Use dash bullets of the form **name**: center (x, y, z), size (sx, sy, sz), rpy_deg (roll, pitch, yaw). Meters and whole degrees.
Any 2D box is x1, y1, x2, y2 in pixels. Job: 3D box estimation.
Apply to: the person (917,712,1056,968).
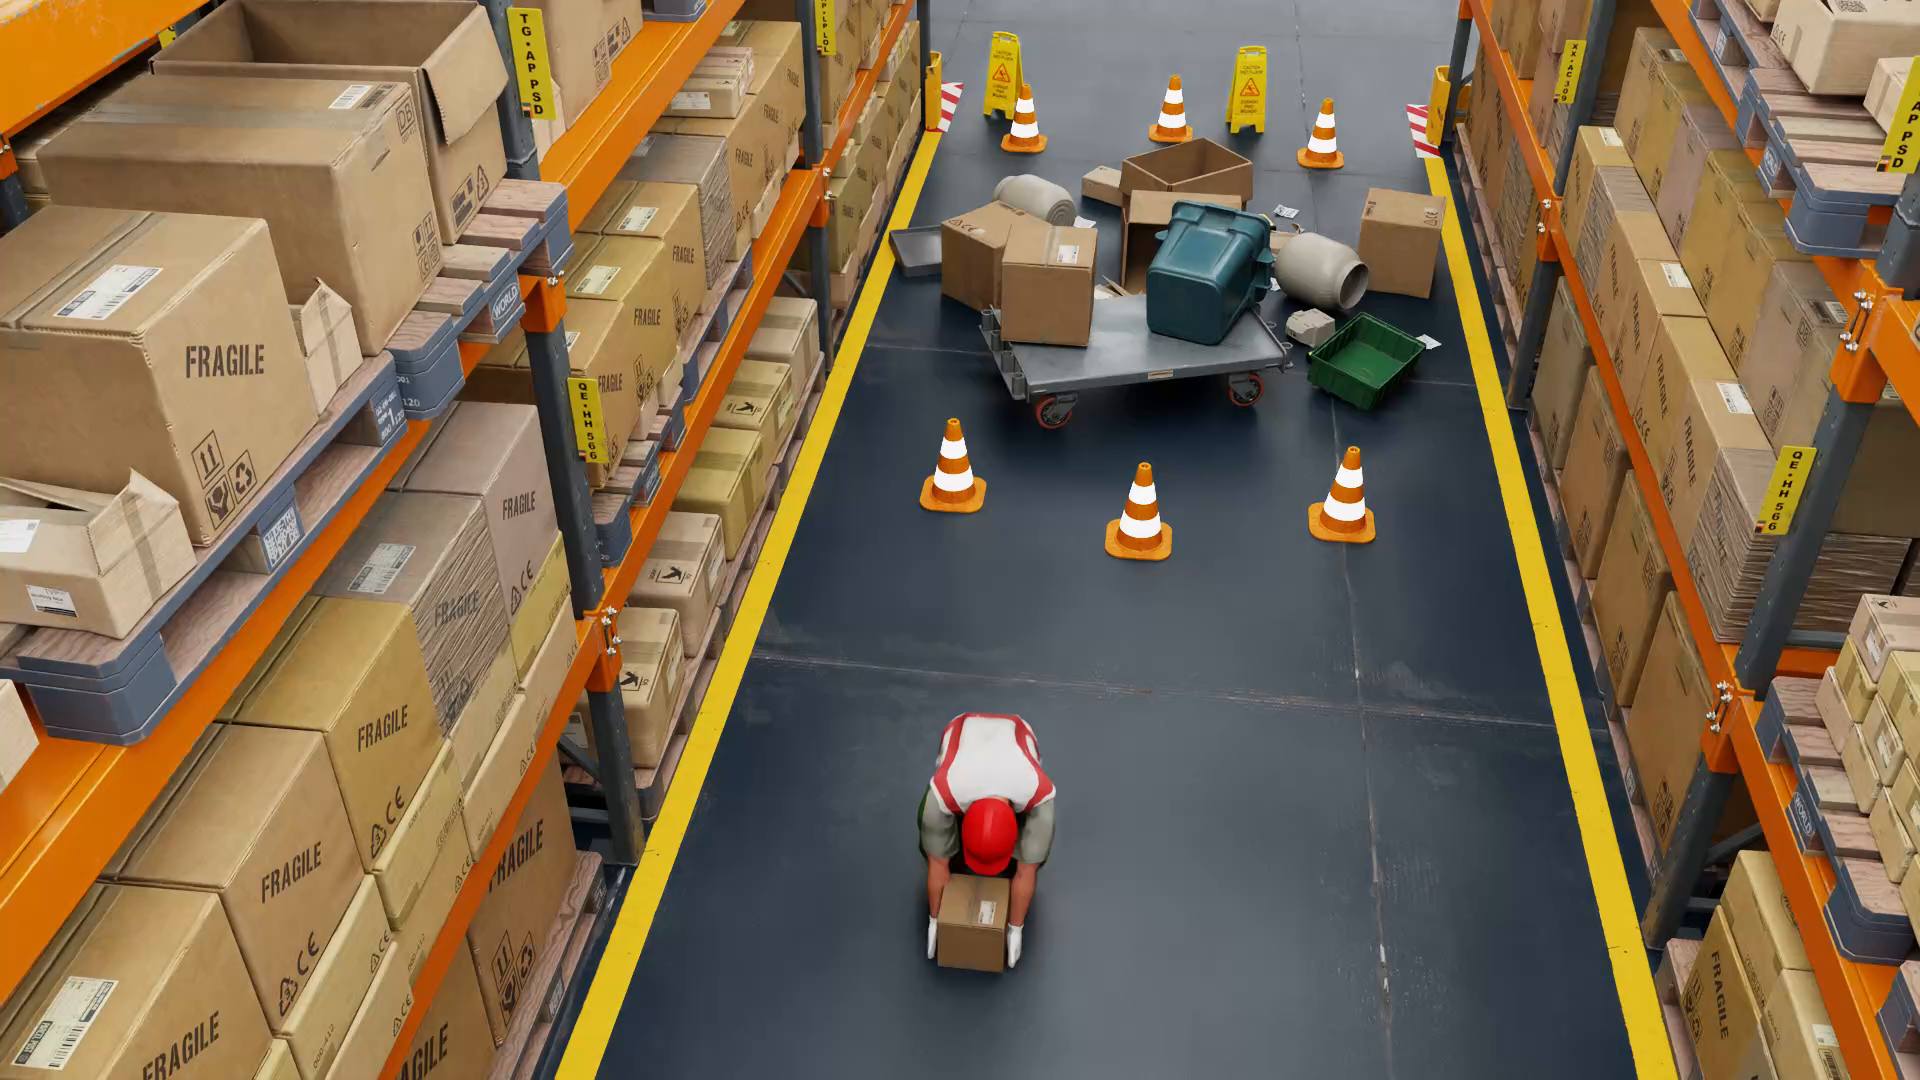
- **person**: center (0.102, 1.102, 6.437), size (0.541, 0.879, 0.923), rpy_deg (4, 36, 6)
